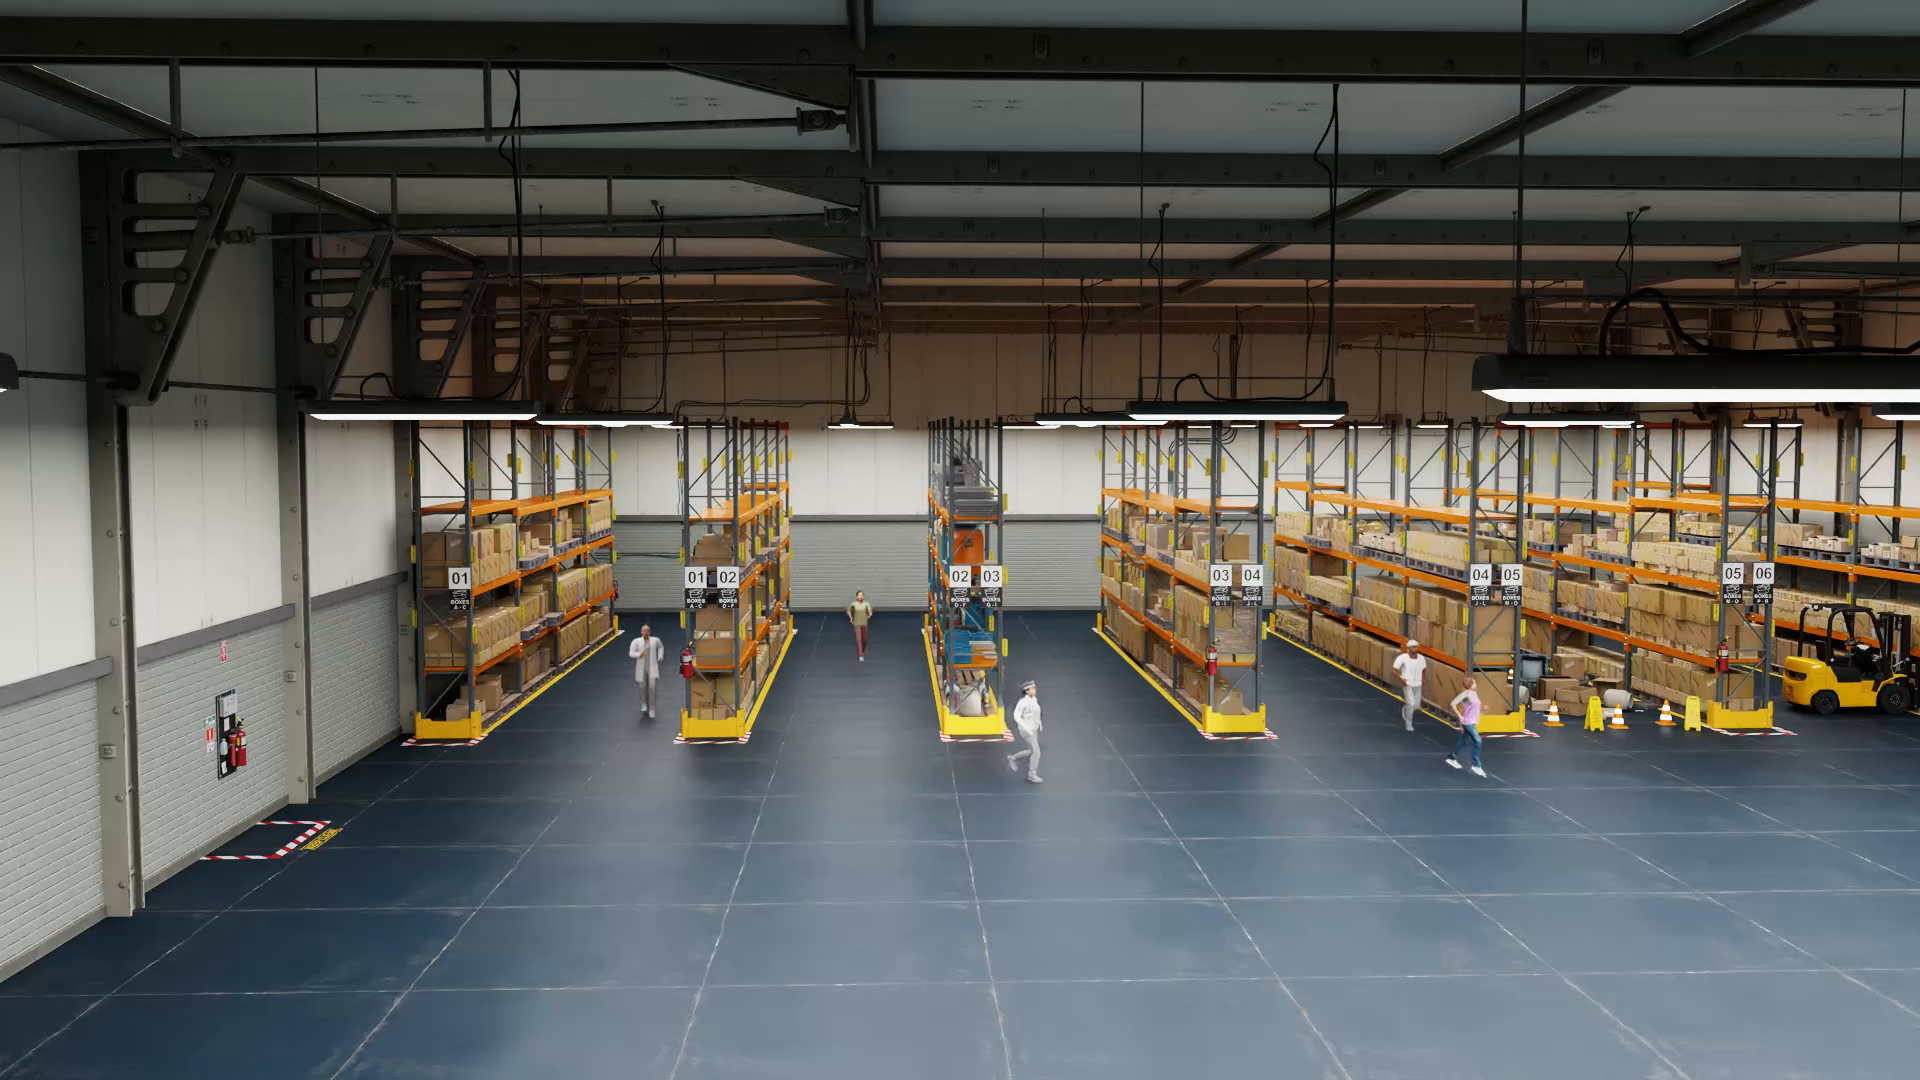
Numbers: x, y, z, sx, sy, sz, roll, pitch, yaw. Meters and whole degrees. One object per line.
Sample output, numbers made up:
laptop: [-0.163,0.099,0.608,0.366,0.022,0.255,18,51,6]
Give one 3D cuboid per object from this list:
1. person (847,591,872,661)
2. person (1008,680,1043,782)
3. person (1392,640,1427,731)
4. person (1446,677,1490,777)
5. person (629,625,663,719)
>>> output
person: [-2.371,2.029,39.545,0.589,1.646,0.736,-1,4,-11]
person: [1.081,3.121,27.323,0.660,1.663,0.642,2,4,29]
person: [8.678,2.781,32.107,0.730,1.734,0.667,-1,4,-14]
person: [8.489,3.100,27.798,0.738,1.641,0.511,2,4,34]
person: [-6.327,2.628,33.568,0.678,1.829,0.924,-1,4,-11]
